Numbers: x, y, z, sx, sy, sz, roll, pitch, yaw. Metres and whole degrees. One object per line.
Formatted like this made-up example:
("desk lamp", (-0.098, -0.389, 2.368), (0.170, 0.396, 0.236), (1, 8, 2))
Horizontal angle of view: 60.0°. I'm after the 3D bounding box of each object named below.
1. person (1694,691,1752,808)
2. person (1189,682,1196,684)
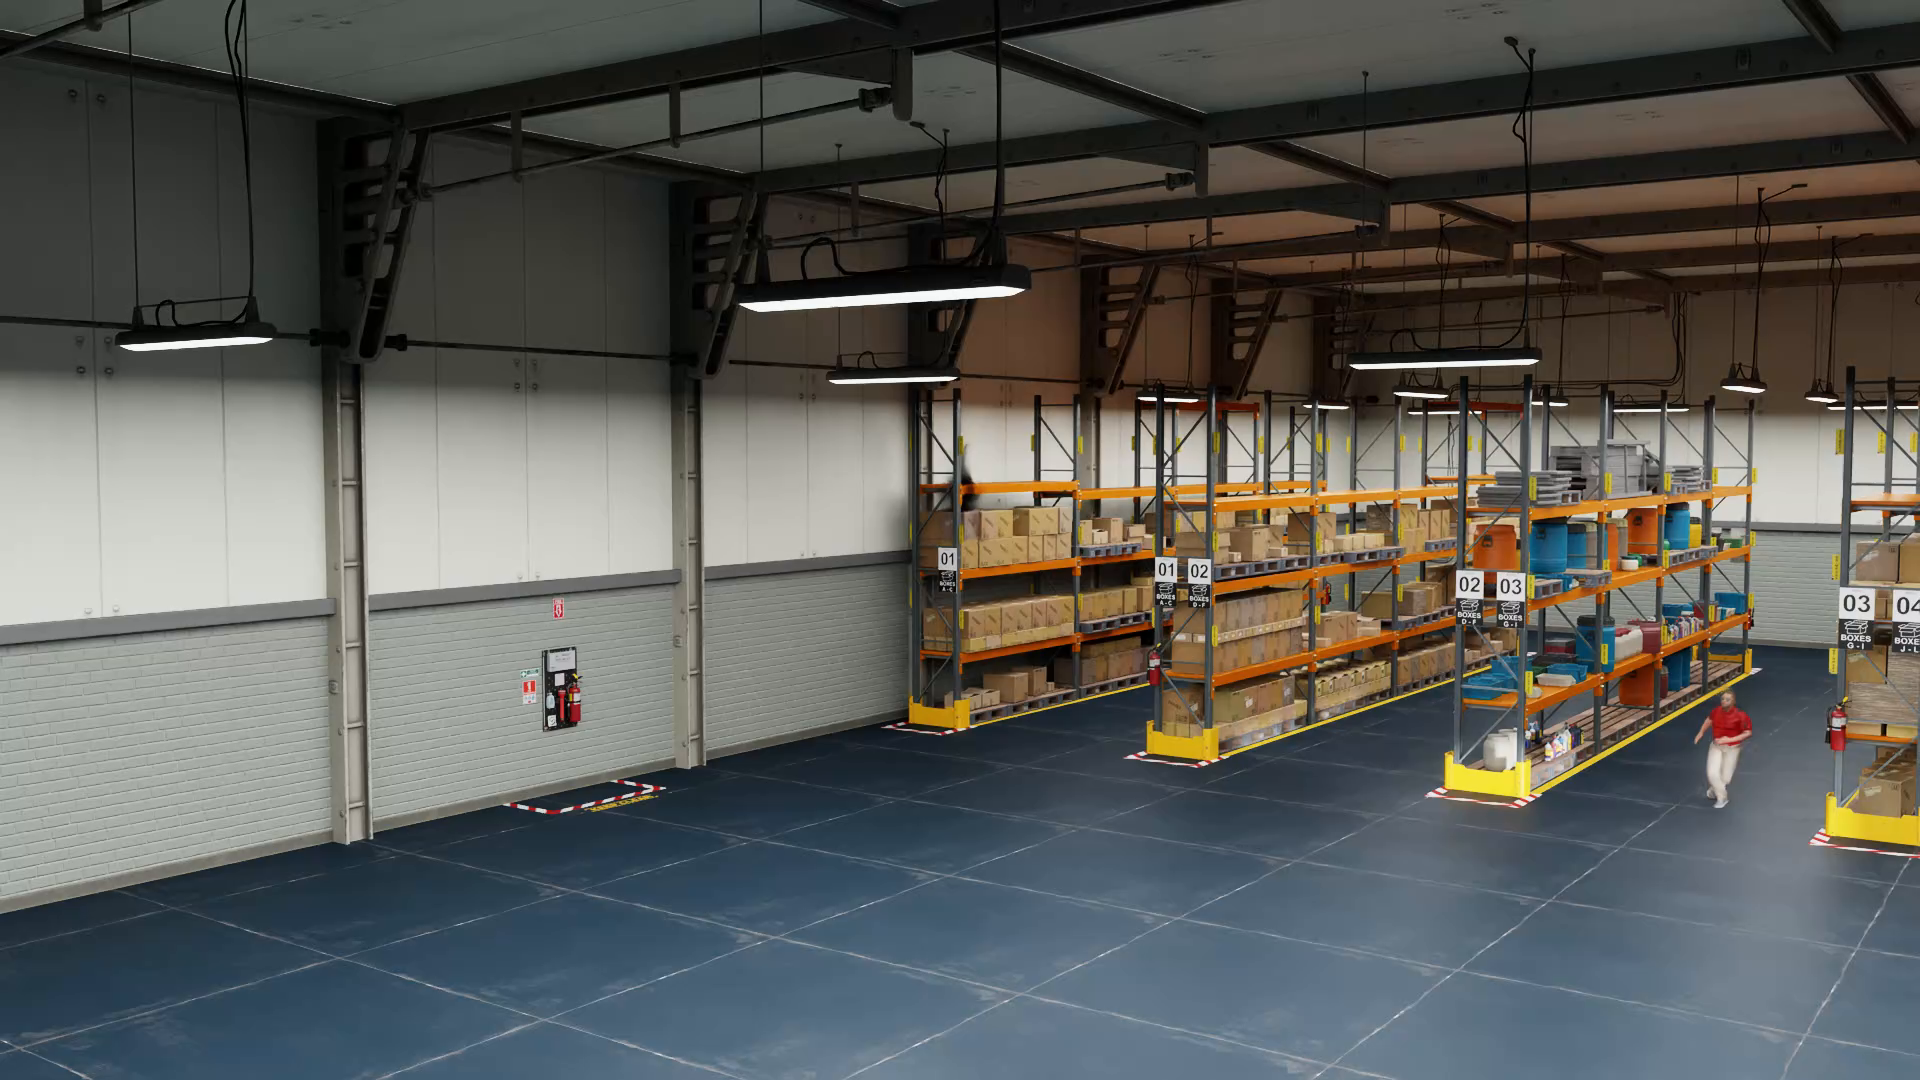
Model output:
("person", (10.601, 2.896, 23.061), (0.779, 1.658, 0.640), (3, 4, 41))
("person", (4.405, 2.355, 31.176), (0.638, 1.834, 0.853), (3, 4, 38))
